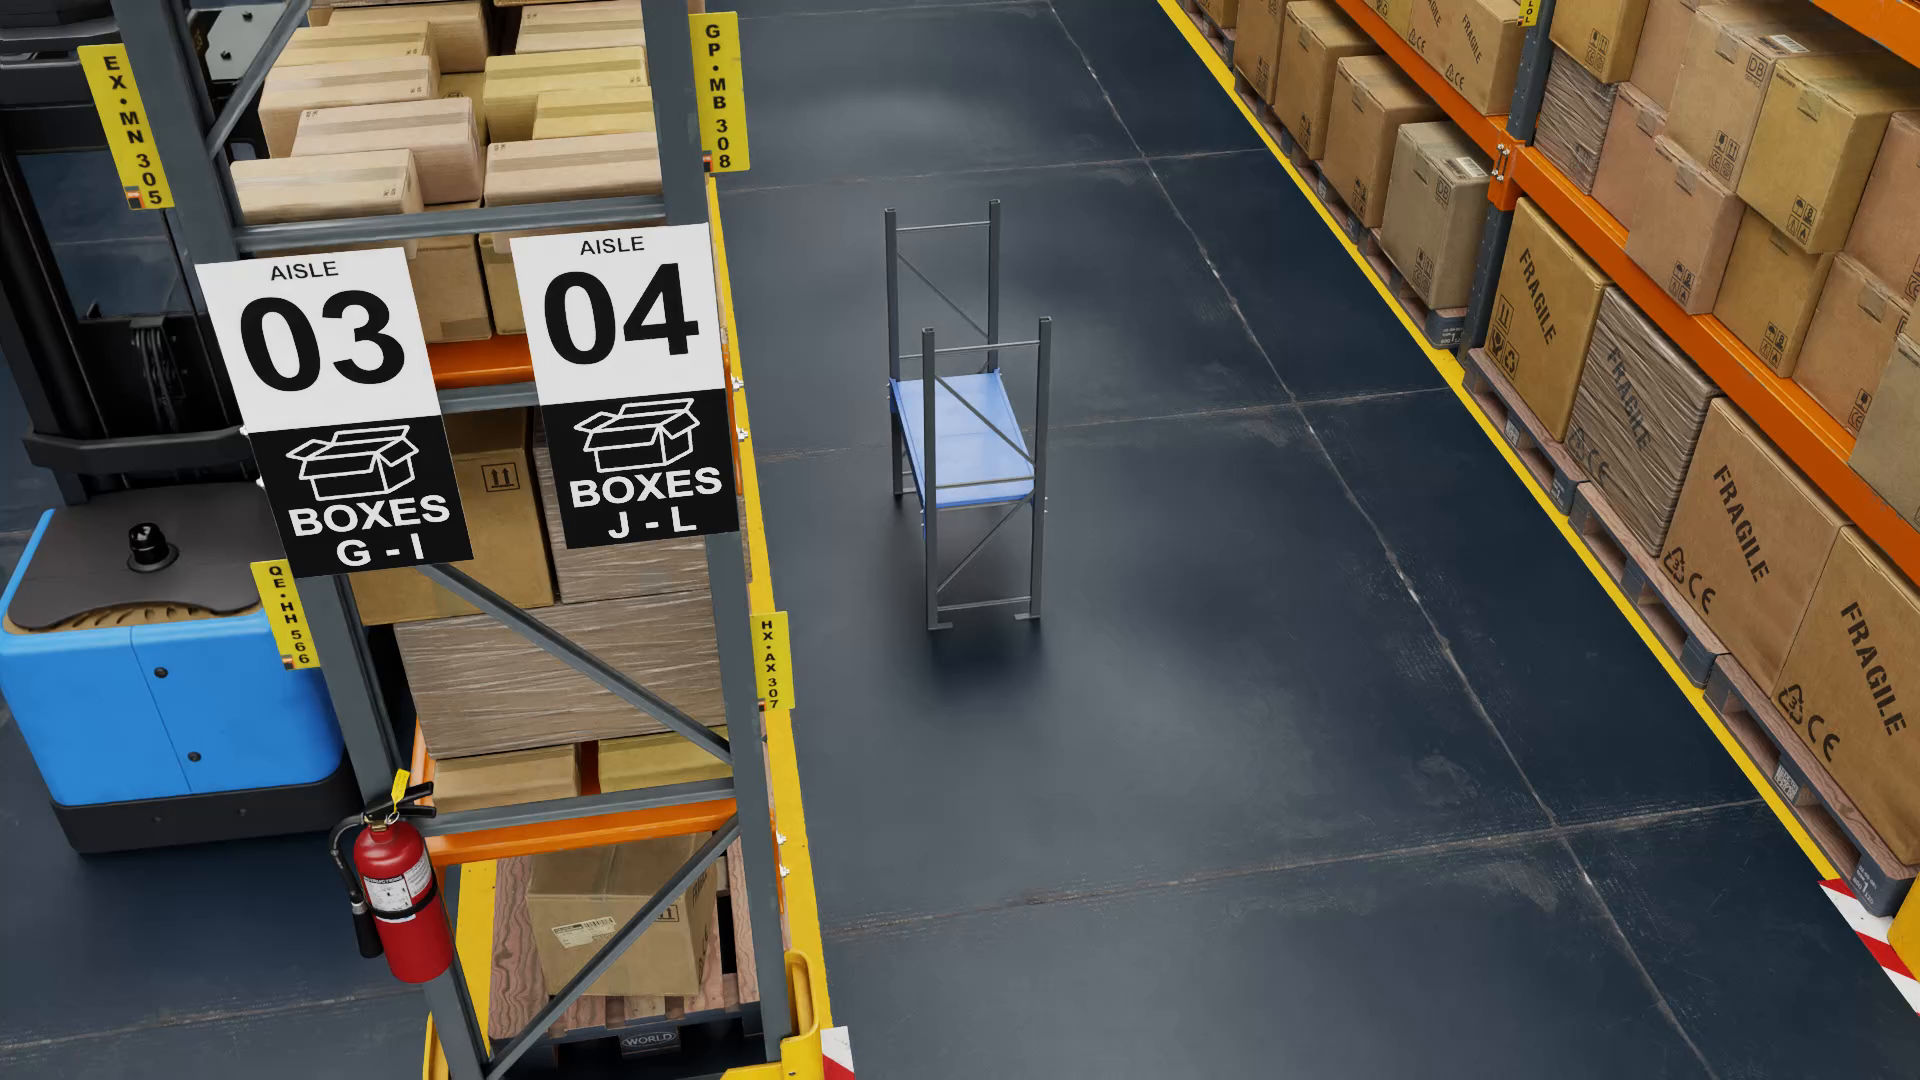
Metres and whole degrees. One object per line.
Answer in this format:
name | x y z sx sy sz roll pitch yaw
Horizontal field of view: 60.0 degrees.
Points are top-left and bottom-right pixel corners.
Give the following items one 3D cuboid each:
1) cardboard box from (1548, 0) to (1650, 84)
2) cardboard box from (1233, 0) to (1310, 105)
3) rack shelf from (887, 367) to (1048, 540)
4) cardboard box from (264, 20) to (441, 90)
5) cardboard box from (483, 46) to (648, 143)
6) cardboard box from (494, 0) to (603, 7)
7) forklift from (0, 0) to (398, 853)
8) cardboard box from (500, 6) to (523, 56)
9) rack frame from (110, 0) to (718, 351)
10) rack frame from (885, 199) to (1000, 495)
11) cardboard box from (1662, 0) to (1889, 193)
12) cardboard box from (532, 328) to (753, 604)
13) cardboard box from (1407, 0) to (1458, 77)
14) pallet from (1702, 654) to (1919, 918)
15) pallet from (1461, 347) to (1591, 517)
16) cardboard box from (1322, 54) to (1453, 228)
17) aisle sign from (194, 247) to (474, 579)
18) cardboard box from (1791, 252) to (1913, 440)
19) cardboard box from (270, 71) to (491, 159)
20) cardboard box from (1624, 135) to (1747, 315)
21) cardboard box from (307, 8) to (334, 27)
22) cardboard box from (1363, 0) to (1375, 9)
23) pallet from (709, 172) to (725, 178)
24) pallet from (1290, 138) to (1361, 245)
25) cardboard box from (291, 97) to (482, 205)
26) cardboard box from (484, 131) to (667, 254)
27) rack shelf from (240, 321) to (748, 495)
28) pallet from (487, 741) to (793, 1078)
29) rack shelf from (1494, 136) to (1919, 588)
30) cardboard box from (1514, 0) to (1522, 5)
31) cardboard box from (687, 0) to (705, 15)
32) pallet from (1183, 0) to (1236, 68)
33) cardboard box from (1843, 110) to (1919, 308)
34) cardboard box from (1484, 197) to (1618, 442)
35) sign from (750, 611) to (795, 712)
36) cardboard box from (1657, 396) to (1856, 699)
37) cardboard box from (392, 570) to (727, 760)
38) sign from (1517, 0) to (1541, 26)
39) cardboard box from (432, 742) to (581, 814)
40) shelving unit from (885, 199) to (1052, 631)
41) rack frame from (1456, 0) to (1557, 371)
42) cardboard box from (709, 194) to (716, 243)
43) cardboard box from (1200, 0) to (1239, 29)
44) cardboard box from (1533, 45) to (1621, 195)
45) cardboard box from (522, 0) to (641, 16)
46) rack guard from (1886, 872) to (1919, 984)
cardboard box | 3.220 -2.437 7.439 0.875 0.550 0.550 -6 38 -8
cardboard box | 2.506 -3.494 11.293 1.050 0.750 0.750 -7 38 -9
rack shelf | 0.015 -0.399 7.334 0.538 0.185 1.000 -6 38 -8
cardboard box | -1.520 -1.178 4.174 0.380 0.149 0.250 -6 38 -8
cardboard box | -0.947 -1.070 4.034 0.380 0.149 0.250 -7 38 -9
cardboard box | -1.005 -1.754 4.386 0.500 0.500 0.500 -6 38 -8
forklift | -2.999 -0.899 6.518 1.130 2.935 3.031 -5 38 -6
cardboard box | -1.020 -1.344 4.712 0.500 0.250 0.500 -6 38 -8
rack frame | -1.011 -1.658 2.550 1.000 3.000 0.127 -6 38 -8
rack frame | -0.074 -0.848 7.619 0.500 1.500 0.032 -6 38 -8
cardboard box | 3.390 -1.776 6.589 0.875 0.550 0.550 -6 38 -8
cardboard box | -0.839 -0.203 4.427 0.500 0.500 0.500 -6 38 -8
cardboard box | 2.746 -2.809 8.839 0.500 0.500 0.500 -7 38 -8
pallet | 3.673 0.865 6.465 1.003 0.211 1.213 -6 38 -8
pallet | 3.245 -0.609 8.362 1.003 0.211 1.213 -6 38 -8
cardboard box | 2.826 -2.403 9.890 1.050 0.750 0.750 -6 38 -8
aisle sign | -1.295 -0.246 3.503 0.394 0.787 0.004 -6 38 -8
cardboard box | 3.688 -0.722 6.112 0.875 0.550 0.550 -6 38 -8
cardboard box | -1.436 -0.980 4.243 0.500 0.250 0.500 -6 38 -8
cardboard box | 3.363 -1.347 6.916 0.875 0.550 0.550 -6 38 -8
cardboard box | -1.588 -1.493 4.579 0.380 0.149 0.250 -8 39 -10
cardboard box | 2.565 -3.420 9.626 0.500 0.500 0.500 -7 38 -8
pallet | -1.703 -2.107 8.173 1.003 0.211 1.213 -6 38 -8
pallet | 2.762 -2.273 10.504 1.003 0.211 1.213 -6 38 -8
cardboard box | -1.297 -0.876 3.785 0.380 0.149 0.250 -7 38 -9
cardboard box | -0.831 -0.763 3.640 0.380 0.149 0.250 -6 38 -8
rack shelf | -1.361 -1.398 5.246 1.077 0.370 4.000 -6 38 -8
pallet | -1.132 1.272 5.941 1.003 0.211 1.213 -6 38 -8
rack shelf | 3.539 -0.686 6.774 1.077 0.370 4.000 -6 38 -8
cardboard box | 3.096 -2.911 8.156 0.700 0.500 0.500 -7 38 -9
cardboard box | -1.714 -2.603 7.824 1.000 1.000 1.000 -6 38 -8
pallet | 2.352 -3.965 12.681 1.003 0.211 1.213 -6 38 -8
cardboard box | 3.711 -1.151 5.784 0.875 0.550 0.550 -6 38 -8
cardboard box | 3.230 -1.117 8.132 0.875 0.875 0.875 -6 38 -7
sign | -0.477 0.310 4.200 0.100 0.325 0.005 -6 38 -8
cardboard box | 3.550 -0.022 6.723 0.875 0.875 0.875 -7 38 -9
cardboard box | -1.080 0.219 4.700 0.875 0.500 0.500 -6 38 -8
sign | 2.656 -2.539 7.695 0.100 0.325 0.005 -6 38 -8
cardboard box | -1.264 0.660 4.660 0.380 0.149 0.250 -6 38 -8
shelving unit | 0.015 -0.541 7.224 0.538 1.500 1.048 -6 38 -8
rack frame | 3.189 -2.178 8.108 1.000 3.000 0.127 -6 38 -8
cardboard box | -1.009 -0.807 5.205 0.500 0.500 0.500 -6 38 -8
cardboard box | 2.115 -4.142 12.331 0.500 0.500 0.500 -6 38 -8
cardboard box | 3.265 -2.015 7.777 0.875 0.550 0.550 -6 38 -8
cardboard box | -0.963 -1.389 4.445 0.380 0.149 0.250 -6 38 -8
rack guard | 3.894 1.240 5.747 1.175 0.500 0.348 -6 38 -8
